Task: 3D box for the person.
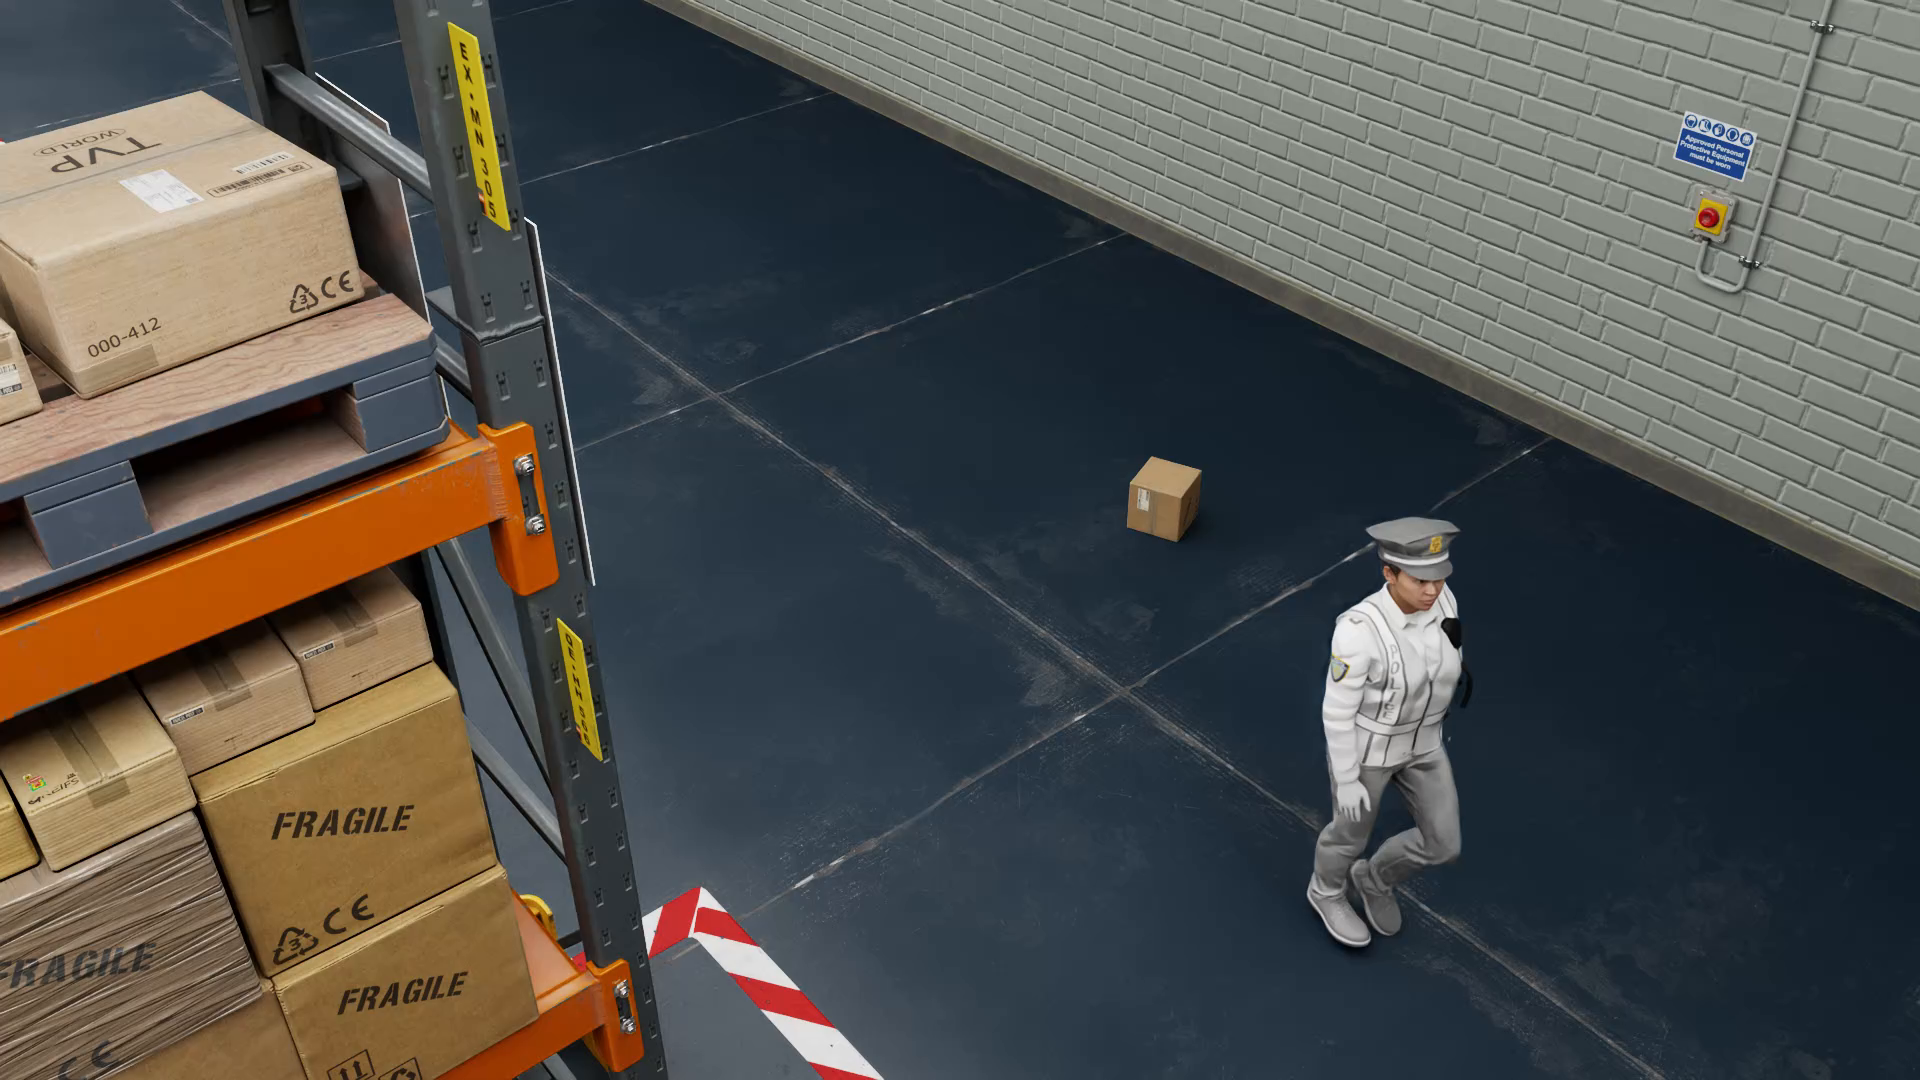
[{"bbox_3d":[1.346,0.672,5.182,0.518,1.718,0.441,-16,39,-21],"label":"person"}]
